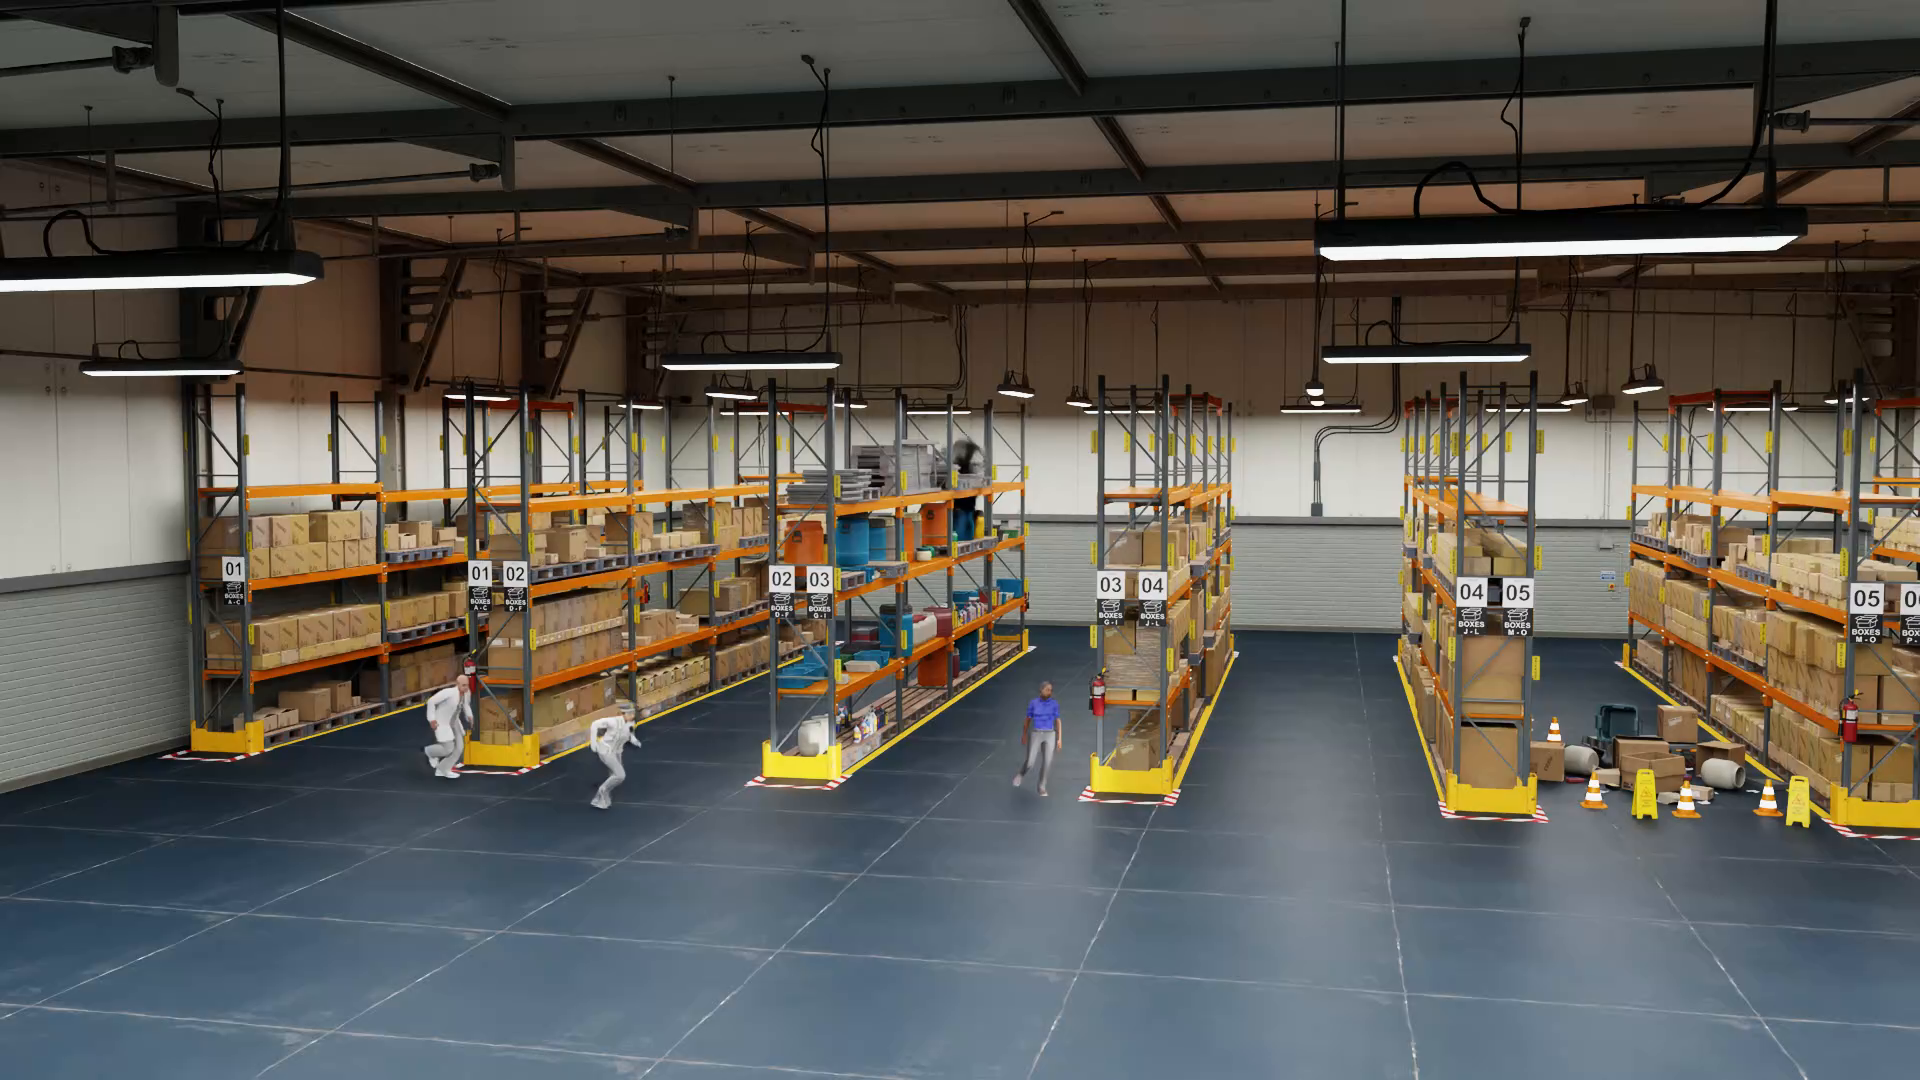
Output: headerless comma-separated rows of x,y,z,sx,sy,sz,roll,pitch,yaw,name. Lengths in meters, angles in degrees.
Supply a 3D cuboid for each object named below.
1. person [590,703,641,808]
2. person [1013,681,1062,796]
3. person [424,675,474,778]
-4.738,2.950,22.683,0.854,1.497,0.648,2,4,32,person
1.101,2.818,23.739,0.659,1.638,0.506,0,3,-5,person
-7.718,2.793,24.943,0.922,1.583,0.731,2,4,31,person
